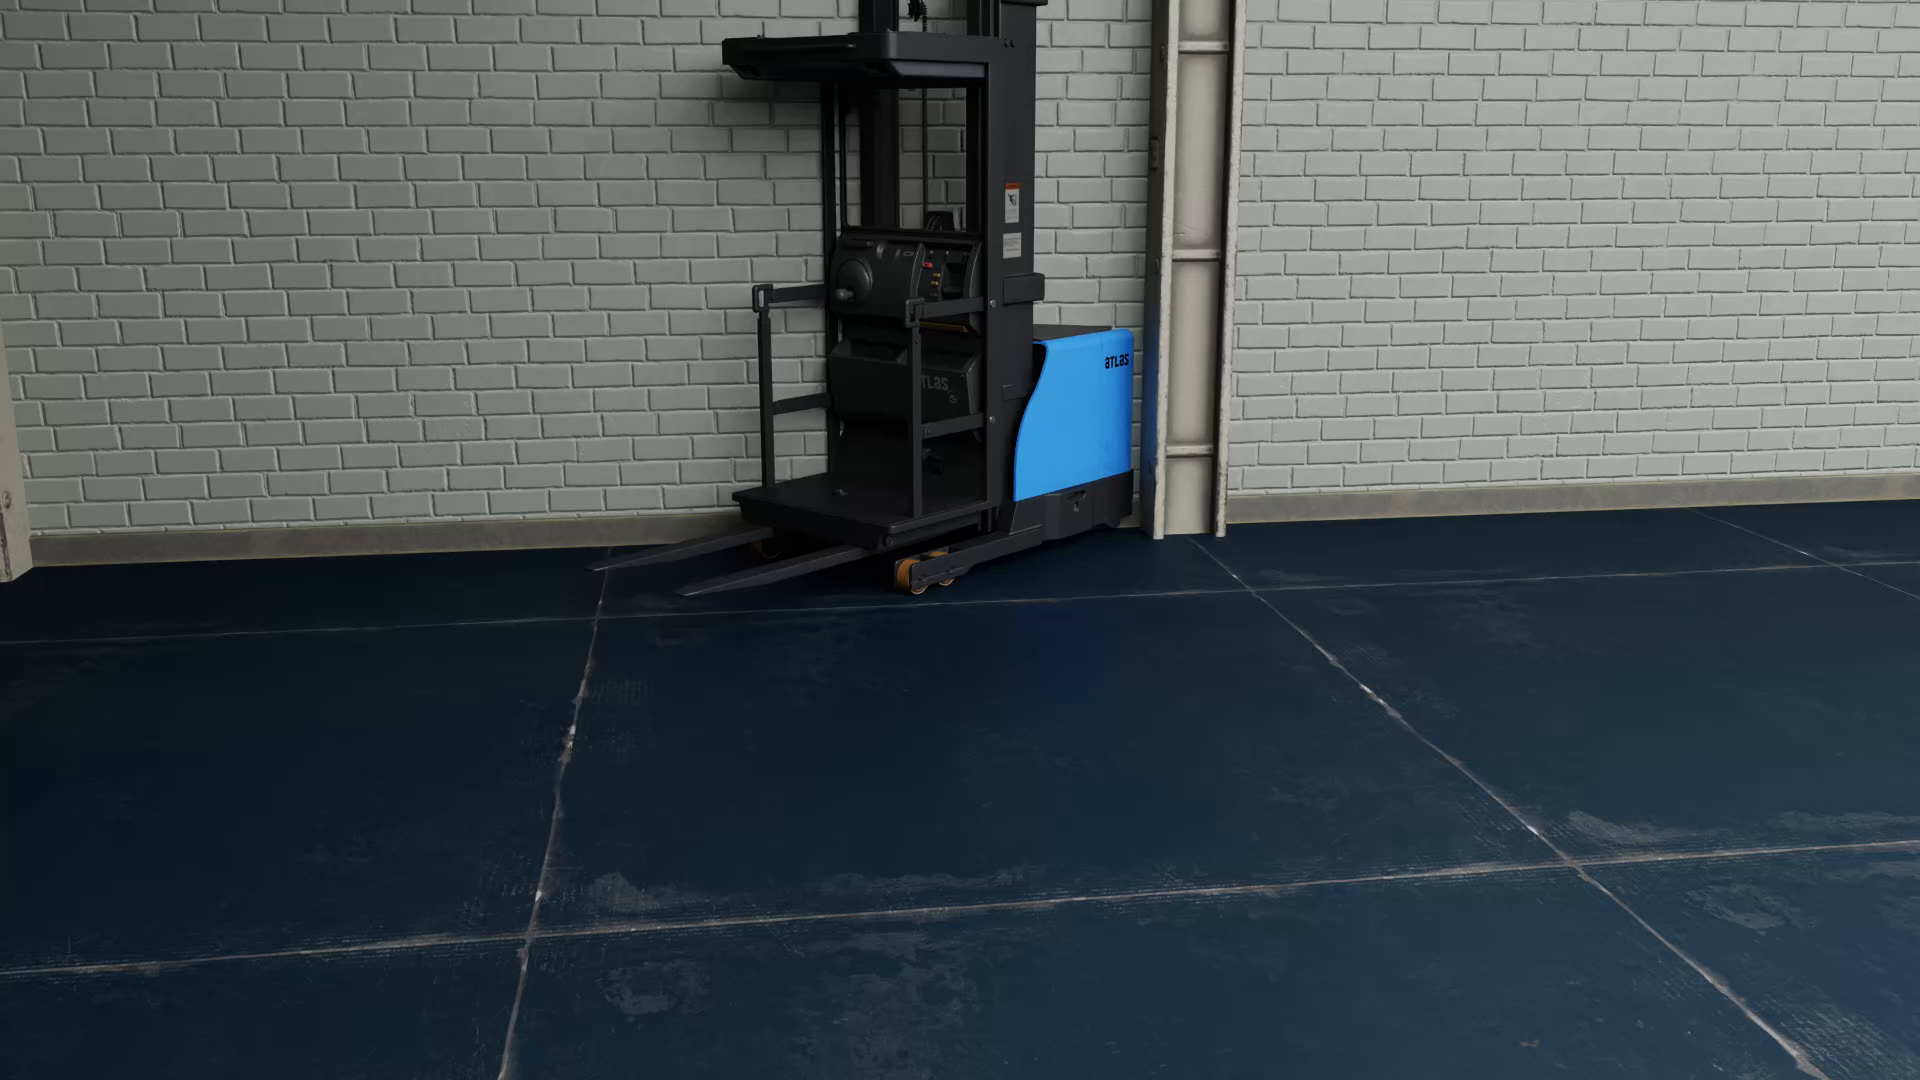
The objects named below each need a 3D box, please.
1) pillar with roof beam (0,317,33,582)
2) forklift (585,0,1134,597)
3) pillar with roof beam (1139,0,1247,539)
[{"bbox_3d":[-4.104,-3.161,2.825,0.400,9.000,9.100,-2,14,-8],"label":"pillar with roof beam"},{"bbox_3d":[-0.408,-1.307,7.907,1.130,2.935,3.031,12,18,39],"label":"forklift"},{"bbox_3d":[1.829,-3.378,3.692,0.400,9.000,9.100,-2,14,-8],"label":"pillar with roof beam"}]
